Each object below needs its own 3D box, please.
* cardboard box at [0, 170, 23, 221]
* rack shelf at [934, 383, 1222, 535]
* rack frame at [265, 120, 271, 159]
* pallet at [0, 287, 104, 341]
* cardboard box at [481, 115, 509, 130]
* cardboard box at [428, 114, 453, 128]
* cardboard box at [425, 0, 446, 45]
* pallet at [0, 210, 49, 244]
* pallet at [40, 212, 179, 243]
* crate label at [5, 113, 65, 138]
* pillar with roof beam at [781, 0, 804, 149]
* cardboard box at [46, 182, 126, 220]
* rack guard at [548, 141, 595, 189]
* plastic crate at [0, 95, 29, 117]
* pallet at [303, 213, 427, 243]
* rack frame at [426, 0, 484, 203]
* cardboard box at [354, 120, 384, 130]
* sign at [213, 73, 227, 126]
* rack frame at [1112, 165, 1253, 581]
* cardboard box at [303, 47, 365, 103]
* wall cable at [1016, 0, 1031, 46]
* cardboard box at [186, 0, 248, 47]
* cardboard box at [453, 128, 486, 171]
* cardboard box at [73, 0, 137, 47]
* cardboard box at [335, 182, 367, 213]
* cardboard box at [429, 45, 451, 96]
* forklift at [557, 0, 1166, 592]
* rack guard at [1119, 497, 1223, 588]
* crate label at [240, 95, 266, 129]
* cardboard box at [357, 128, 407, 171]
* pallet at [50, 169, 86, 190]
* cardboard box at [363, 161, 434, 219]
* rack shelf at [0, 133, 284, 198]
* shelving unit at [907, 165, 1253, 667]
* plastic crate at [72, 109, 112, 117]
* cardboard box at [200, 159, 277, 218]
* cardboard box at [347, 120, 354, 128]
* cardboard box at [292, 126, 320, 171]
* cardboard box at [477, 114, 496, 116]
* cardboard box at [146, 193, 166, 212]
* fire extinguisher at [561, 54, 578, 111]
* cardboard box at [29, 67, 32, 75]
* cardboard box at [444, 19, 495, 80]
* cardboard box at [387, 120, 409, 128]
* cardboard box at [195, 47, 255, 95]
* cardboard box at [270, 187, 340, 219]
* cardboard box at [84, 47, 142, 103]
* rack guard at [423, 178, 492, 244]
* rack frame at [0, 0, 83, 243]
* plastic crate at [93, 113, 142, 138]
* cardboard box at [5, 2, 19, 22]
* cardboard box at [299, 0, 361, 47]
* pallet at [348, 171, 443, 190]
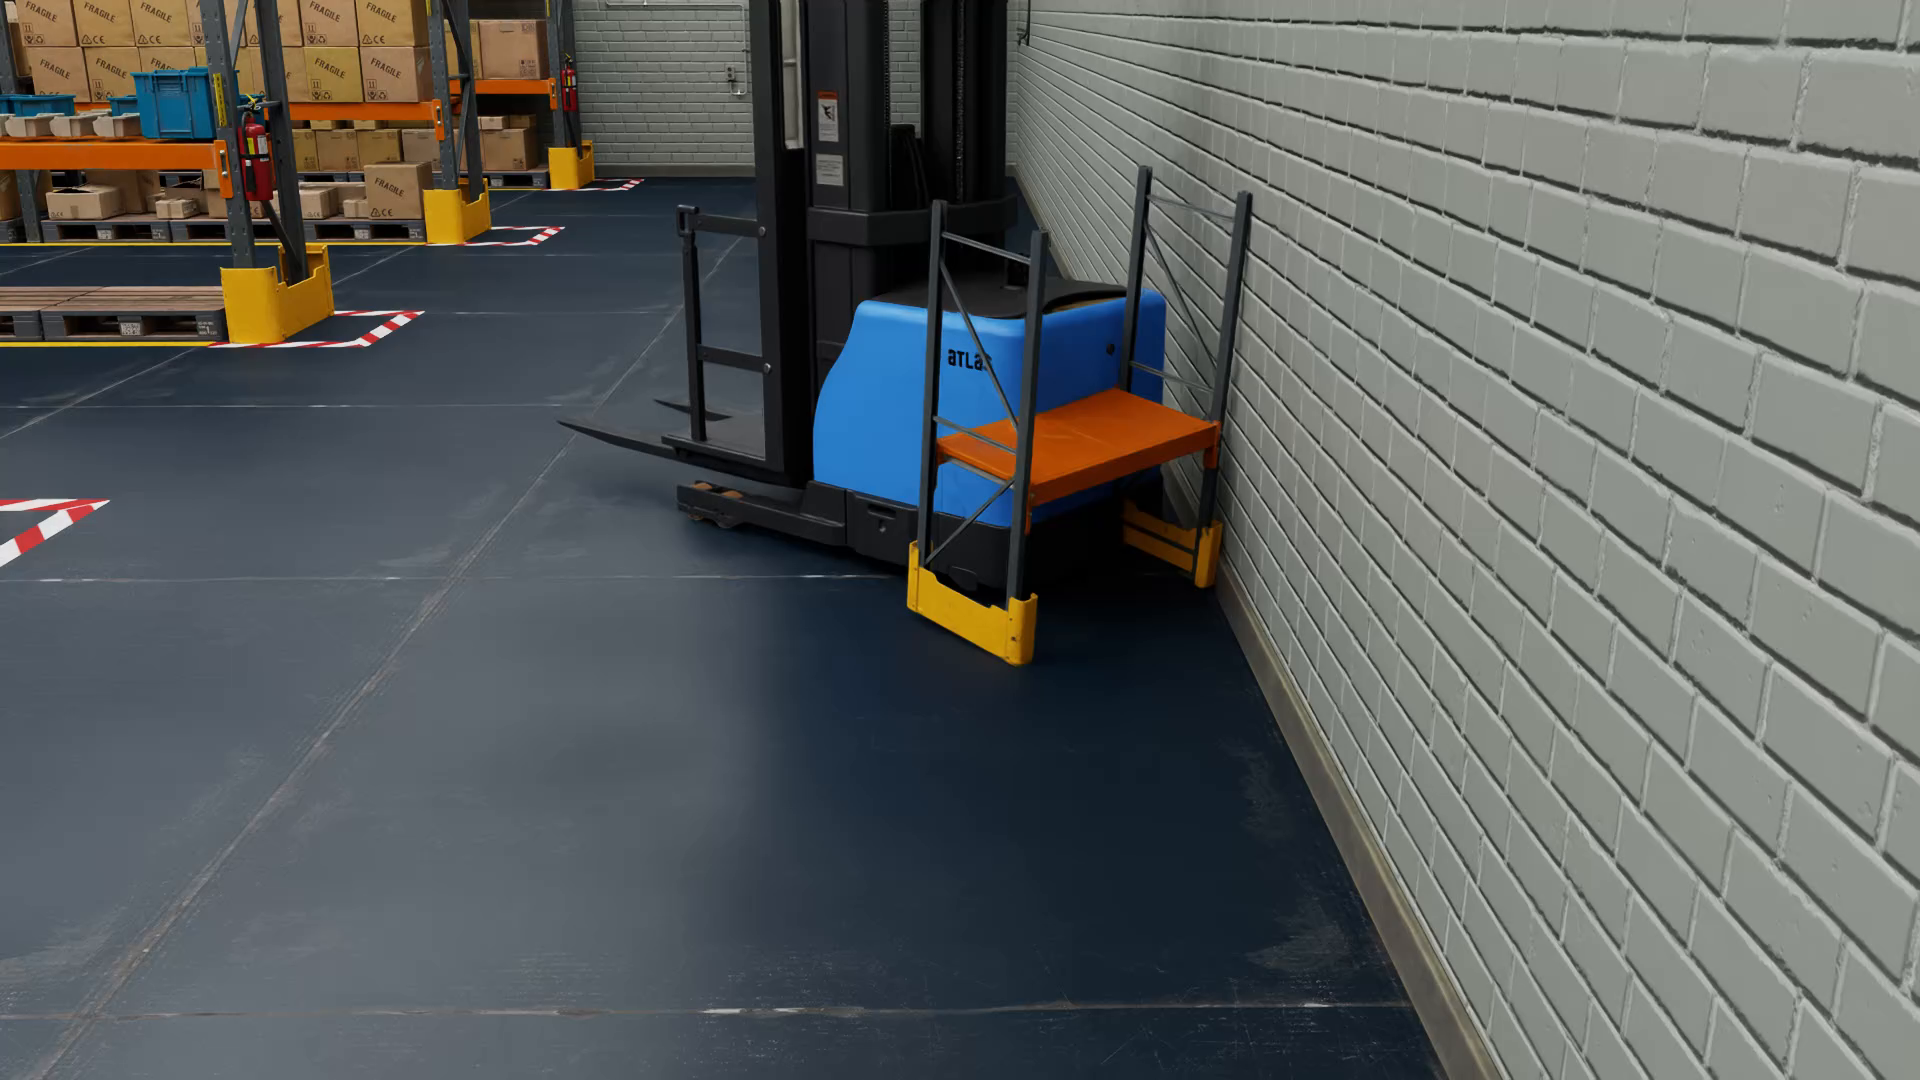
[{"bbox_3d":[-9.340,-3.341,15.925,0.500,0.500,0.500,0,18,-1],"label":"cardboard box"},{"bbox_3d":[0.415,-0.311,5.973,1.000,0.185,0.538,-19,33,-40],"label":"rack shelf"},{"bbox_3d":[-8.933,-5.925,20.606,0.127,3.000,1.000,0,18,-1],"label":"rack frame"},{"bbox_3d":[-6.820,-1.593,11.669,1.213,0.211,1.003,0,18,-1],"label":"pallet"},{"bbox_3d":[-5.758,-5.172,20.604,0.250,0.149,0.380,0,18,-2],"label":"cardboard box"},{"bbox_3d":[-6.522,-5.285,20.956,0.250,0.149,0.380,0,18,0],"label":"cardboard box"},{"bbox_3d":[-5.300,-5.033,16.027,0.500,0.500,0.500,0,18,1],"label":"cardboard box"},{"bbox_3d":[-9.664,-3.069,16.268,1.213,0.211,1.003,0,18,-1],"label":"pallet"},{"bbox_3d":[-8.165,-3.087,16.326,1.213,0.211,1.003,0,18,-1],"label":"pallet"},{"bbox_3d":[-6.158,-2.756,11.063,0.243,0.136,0.396,0,18,-1],"label":"crate label"},{"bbox_3d":[-2.180,-7.763,16.516,0.400,9.000,9.100,0,18,-1],"label":"pillar with roof beam"},{"bbox_3d":[-8.428,-3.277,16.034,0.500,0.311,0.500,0,18,-1],"label":"cardboard box"},{"bbox_3d":[-4.910,-4.754,21.049,0.348,0.500,1.175,0,18,-1],"label":"rack guard"},{"bbox_3d":[-6.646,-2.959,11.536,0.300,0.233,0.416,0,18,-1],"label":"plastic crate"},{"bbox_3d":[-5.725,-3.099,16.362,1.213,0.211,1.003,0,18,-1],"label":"pallet"},{"bbox_3d":[-4.852,-4.431,15.950,0.127,3.000,1.000,0,18,-1],"label":"rack frame"},{"bbox_3d":[-7.317,-5.164,20.578,0.250,0.149,0.380,-1,18,-2],"label":"cardboard box"},{"bbox_3d":[-4.753,-2.828,10.686,0.005,0.325,0.100,0,18,-1],"label":"sign"},{"bbox_3d":[0.794,-0.602,6.222,0.032,1.500,0.500,-19,33,-40],"label":"rack frame"},{"bbox_3d":[-5.814,-4.390,15.658,0.500,0.500,0.500,0,18,0],"label":"cardboard box"},{"bbox_3d":[0.727,-7.240,19.969,0.112,2.526,3.097,0,18,-1],"label":"wall cable"},{"bbox_3d":[-6.830,-4.860,15.485,0.500,0.500,0.500,0,18,1],"label":"cardboard box"},{"bbox_3d":[-6.133,-4.917,20.871,0.500,0.500,0.700,0,18,-1],"label":"cardboard box"},{"bbox_3d":[-7.860,-4.855,15.470,0.500,0.500,0.500,-1,18,-3],"label":"cardboard box"},{"bbox_3d":[-5.900,-3.413,16.558,0.500,0.250,0.500,0,18,-1],"label":"cardboard box"},{"bbox_3d":[-5.300,-4.557,16.179,0.500,0.500,0.500,0,18,0],"label":"cardboard box"},{"bbox_3d":[-0.611,-1.550,7.080,3.031,2.935,1.130,15,23,38],"label":"forklift"},{"bbox_3d":[0.762,-0.035,6.482,0.087,0.250,0.587,-19,33,-40],"label":"rack guard"},{"bbox_3d":[-5.030,-2.967,11.560,0.303,0.233,0.416,0,18,-1],"label":"crate label"},{"bbox_3d":[-7.169,-4.910,20.848,0.500,0.500,0.700,0,18,0],"label":"cardboard box"},{"bbox_3d":[-10.927,-4.564,20.928,1.213,0.211,1.003,0,18,-1],"label":"pallet"},{"bbox_3d":[-5.392,-3.373,16.022,0.500,0.500,0.500,0,18,-1],"label":"cardboard box"},{"bbox_3d":[-6.777,-2.566,11.314,4.000,0.370,1.077,0,18,-1],"label":"rack shelf"},{"bbox_3d":[0.430,-0.476,5.904,1.083,1.500,0.587,-19,33,-40],"label":"shelving unit"},{"bbox_3d":[-6.030,-2.941,11.639,0.298,0.136,0.250,0,18,-1],"label":"plastic crate"},{"bbox_3d":[-6.973,-3.443,16.237,0.637,0.503,0.797,0,18,-1],"label":"cardboard box"},{"bbox_3d":[-7.542,-5.280,20.940,0.250,0.149,0.380,-1,18,-3],"label":"cardboard box"},{"bbox_3d":[-8.184,-4.907,20.838,0.500,0.500,0.700,0,18,0],"label":"cardboard box"},{"bbox_3d":[-6.017,-5.288,20.963,0.250,0.149,0.380,0,18,-1],"label":"cardboard box"},{"bbox_3d":[-7.912,-3.373,16.600,0.250,0.149,0.380,0,18,-1],"label":"cardboard box"},{"bbox_3d":[-4.776,-5.589,20.298,0.183,0.674,0.296,0,18,-1],"label":"fire extinguisher"},{"bbox_3d":[-11.314,-5.741,20.412,0.250,0.149,0.380,0,18,0],"label":"cardboard box"},{"bbox_3d":[-6.171,-6.075,20.582,0.700,0.700,0.980,0,18,-1],"label":"cardboard box"},{"bbox_3d":[-7.031,-5.283,20.948,0.250,0.149,0.380,-1,18,-2],"label":"cardboard box"},{"bbox_3d":[-6.817,-4.387,15.648,0.500,0.500,0.500,-1,18,-2],"label":"cardboard box"},{"bbox_3d":[-6.342,-3.258,16.075,0.500,0.250,0.500,0,18,-1],"label":"cardboard box"},{"bbox_3d":[-7.826,-4.382,15.634,0.500,0.500,0.500,0,18,0],"label":"cardboard box"},{"bbox_3d":[-4.928,-3.241,16.331,0.348,0.500,1.175,0,18,-1],"label":"rack guard"},{"bbox_3d":[-8.852,-4.412,15.890,0.127,3.000,1.000,0,18,-1],"label":"rack frame"},{"bbox_3d":[-5.590,-2.762,11.081,0.243,0.136,0.396,0,18,-1],"label":"plastic crate"},{"bbox_3d":[-11.438,-6.391,20.149,0.500,0.250,0.500,0,18,0],"label":"cardboard box"},{"bbox_3d":[-5.798,-4.866,15.505,0.500,0.500,0.500,0,18,1],"label":"cardboard box"},{"bbox_3d":[-6.949,-4.584,20.990,1.213,0.211,1.003,0,18,-1],"label":"pallet"}]
